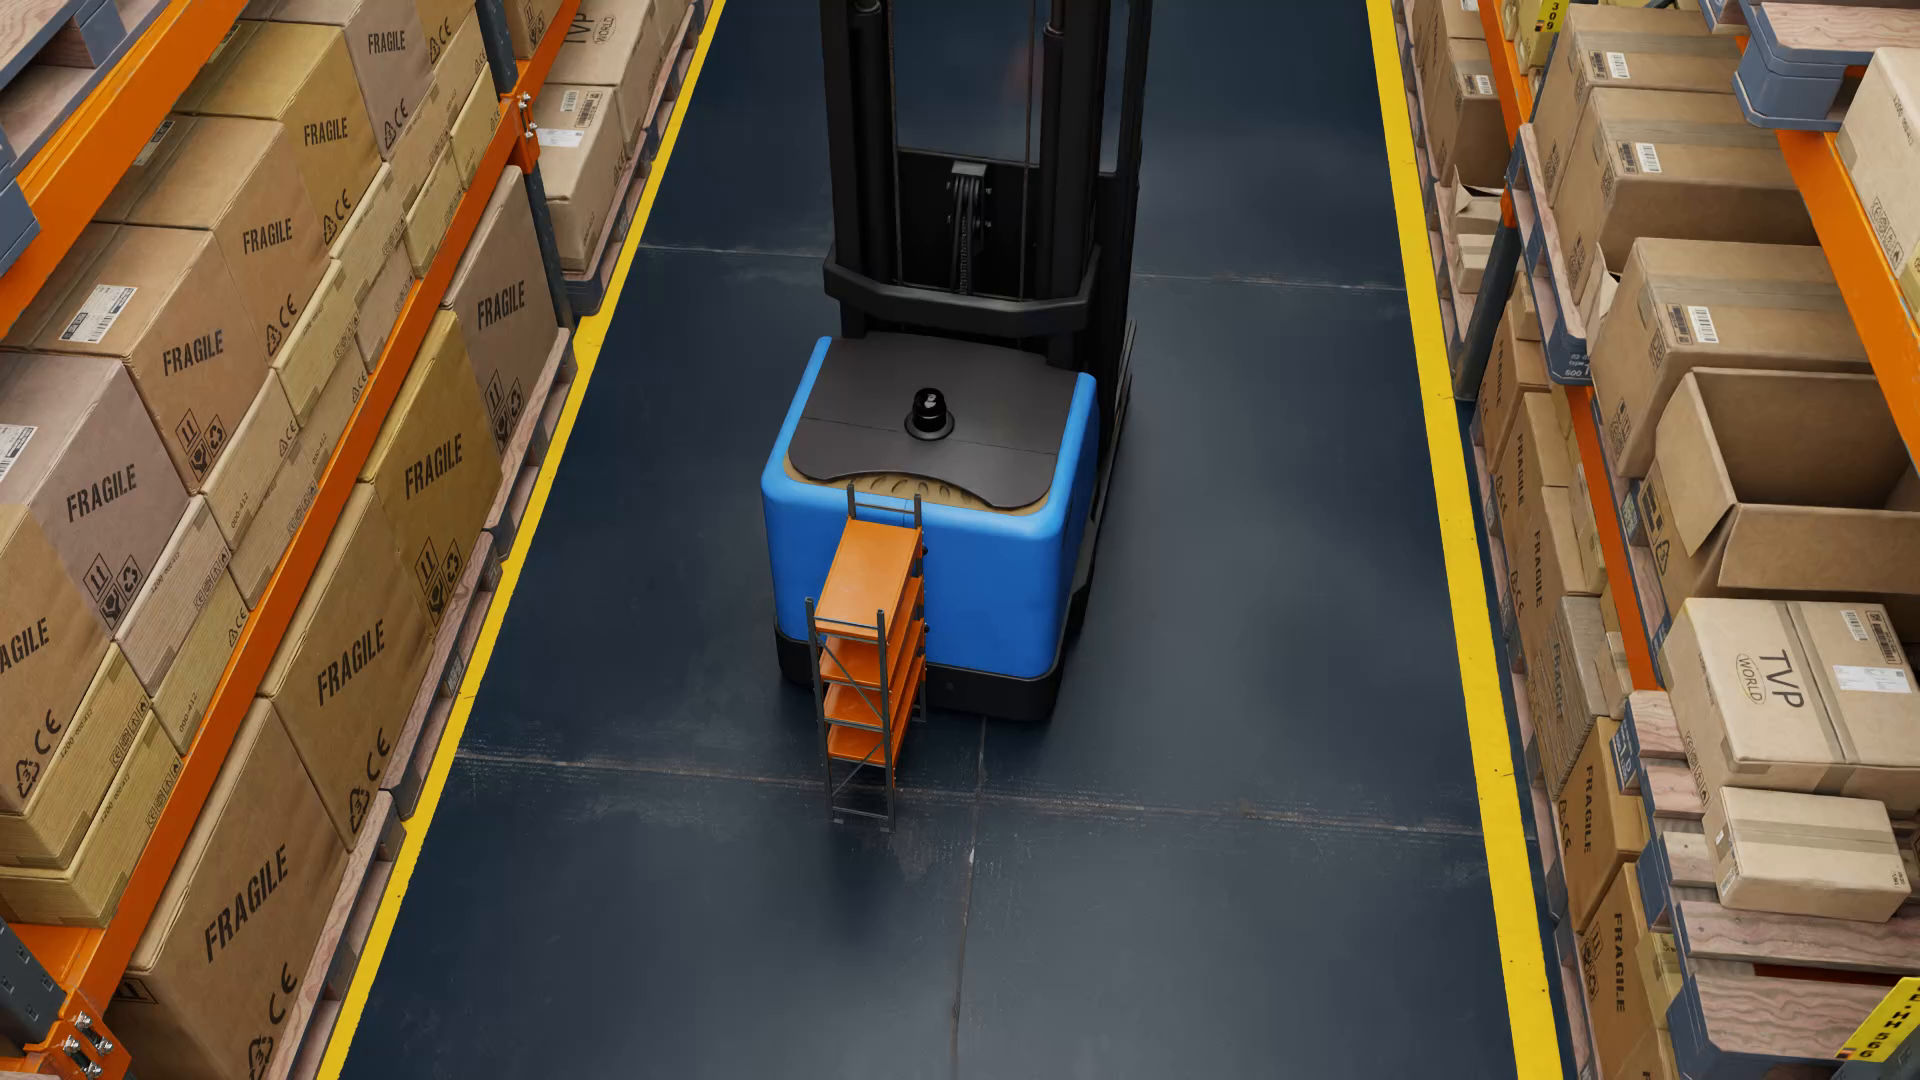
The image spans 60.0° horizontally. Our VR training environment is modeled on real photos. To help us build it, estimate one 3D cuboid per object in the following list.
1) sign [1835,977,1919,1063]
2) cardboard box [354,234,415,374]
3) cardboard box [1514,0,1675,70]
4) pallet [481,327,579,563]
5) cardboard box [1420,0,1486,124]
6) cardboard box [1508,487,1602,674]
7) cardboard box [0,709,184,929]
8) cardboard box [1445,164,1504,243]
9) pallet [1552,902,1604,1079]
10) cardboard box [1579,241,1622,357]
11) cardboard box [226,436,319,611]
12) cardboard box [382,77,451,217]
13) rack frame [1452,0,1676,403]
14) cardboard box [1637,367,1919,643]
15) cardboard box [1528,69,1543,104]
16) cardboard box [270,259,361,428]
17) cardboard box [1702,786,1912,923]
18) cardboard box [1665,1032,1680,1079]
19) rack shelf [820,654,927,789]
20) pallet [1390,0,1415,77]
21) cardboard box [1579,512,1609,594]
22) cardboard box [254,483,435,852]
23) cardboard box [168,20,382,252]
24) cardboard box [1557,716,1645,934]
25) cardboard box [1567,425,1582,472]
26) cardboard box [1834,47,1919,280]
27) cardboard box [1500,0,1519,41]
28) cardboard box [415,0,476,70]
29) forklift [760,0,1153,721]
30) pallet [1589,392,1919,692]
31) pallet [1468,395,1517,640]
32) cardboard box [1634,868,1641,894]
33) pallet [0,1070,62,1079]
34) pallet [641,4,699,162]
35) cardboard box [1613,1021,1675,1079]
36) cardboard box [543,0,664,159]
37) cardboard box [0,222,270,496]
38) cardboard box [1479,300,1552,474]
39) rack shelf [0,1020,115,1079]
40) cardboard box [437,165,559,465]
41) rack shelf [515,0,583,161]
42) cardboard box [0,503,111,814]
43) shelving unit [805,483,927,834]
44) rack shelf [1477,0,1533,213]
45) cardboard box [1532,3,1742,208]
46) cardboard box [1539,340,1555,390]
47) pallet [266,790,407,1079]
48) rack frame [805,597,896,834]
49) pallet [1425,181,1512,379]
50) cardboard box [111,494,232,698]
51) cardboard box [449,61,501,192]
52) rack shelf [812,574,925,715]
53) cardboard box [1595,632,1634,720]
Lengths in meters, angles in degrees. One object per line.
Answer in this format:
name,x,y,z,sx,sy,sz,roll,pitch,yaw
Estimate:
sign,1.771,0.912,3.152,0.100,0.325,0.005,4,48,4
cardboard box,-2.168,-0.823,5.572,0.500,0.250,0.500,3,48,2
cardboard box,2.481,-2.074,6.514,0.500,0.250,0.500,5,48,5
pallet,-2.261,-0.451,7.020,1.003,0.211,1.213,4,48,4
cardboard box,2.627,-2.420,8.340,0.500,0.500,0.500,5,48,4
cardboard box,2.321,0.167,5.974,0.500,0.500,0.500,3,48,2
cardboard box,-2.335,0.683,4.194,0.500,0.250,0.500,3,48,3
cardboard box,2.468,-1.544,7.697,0.396,0.266,0.258,5,48,5
pallet,2.418,1.701,5.051,1.003,0.211,1.213,4,48,4
cardboard box,2.169,-0.735,5.196,0.396,0.266,0.258,6,48,5
cardboard box,-2.253,-0.081,4.893,0.500,0.250,0.500,5,48,5
cardboard box,-2.102,-1.374,5.737,0.500,0.250,0.500,5,48,4
rack frame,2.677,-1.633,6.211,1.000,3.000,0.127,4,48,4
cardboard box,2.277,-0.082,4.438,0.797,0.503,0.637,3,48,3
cardboard box,2.455,-1.800,6.534,0.380,0.149,0.250,4,48,4
cardboard box,-2.173,-0.616,5.043,0.500,0.250,0.500,5,48,4
cardboard box,1.991,0.741,3.925,0.380,0.149,0.250,5,48,4
cardboard box,2.106,1.409,4.398,0.380,0.149,0.250,2,48,2
rack shelf,-0.293,0.602,5.746,0.258,0.148,0.480,9,48,8
pallet,2.963,-2.990,9.342,1.003,0.211,1.213,4,48,4
cardboard box,2.323,0.059,5.633,0.380,0.149,0.250,5,48,5
cardboard box,-2.399,0.393,5.513,0.875,0.875,0.875,4,48,4
cardboard box,-2.162,-1.238,5.105,0.500,0.500,0.500,5,48,5
cardboard box,2.238,0.931,5.275,0.500,0.500,0.500,6,48,5
cardboard box,2.408,-0.304,5.965,0.380,0.149,0.250,3,48,3
cardboard box,2.208,-0.786,3.505,0.500,0.250,0.500,4,48,4
cardboard box,2.457,-2.185,6.886,0.380,0.149,0.250,5,48,5
cardboard box,-2.057,-1.990,5.792,0.500,0.500,0.500,5,48,5
forklift,0.131,-1.440,6.081,1.130,2.935,3.031,9,48,8
pallet,2.485,-0.059,4.901,1.003,0.211,1.213,4,48,4
pallet,2.641,-0.092,6.691,1.003,0.211,1.213,4,48,4
cardboard box,2.167,1.016,4.758,0.380,0.149,0.250,2,48,2
pallet,-2.589,1.571,3.411,1.213,0.211,1.003,4,48,4
pallet,-2.010,-2.476,8.871,1.003,0.211,1.213,4,48,4
cardboard box,2.137,1.683,4.588,0.500,0.500,0.500,5,48,5
cardboard box,-2.021,-2.353,8.321,0.875,0.438,0.875,3,48,2
cardboard box,-2.244,-0.486,4.417,0.500,0.500,0.500,5,48,5
cardboard box,2.409,-0.591,6.667,0.500,0.500,0.500,6,48,5
rack shelf,-2.813,2.687,2.747,1.077,0.370,4.000,4,48,4
cardboard box,-2.243,-0.928,6.721,0.875,0.875,0.875,5,48,5
rack shelf,-2.084,-3.191,8.123,1.077,0.370,4.000,4,48,4
cardboard box,-2.342,0.258,3.736,0.500,0.500,0.500,2,48,2
shelving unit,-0.293,0.423,5.550,0.258,1.200,0.503,9,48,8
rack shelf,2.860,-2.860,7.821,1.077,0.370,4.000,4,48,4
cardboard box,2.410,-1.468,5.708,0.700,0.500,0.500,5,48,5
cardboard box,2.431,-0.696,6.323,0.380,0.149,0.250,3,48,2
pallet,-2.484,1.342,5.380,1.003,0.211,1.213,4,48,4
rack frame,-0.344,0.599,5.389,0.240,1.200,0.015,9,48,8
pallet,2.741,-1.197,7.702,1.003,0.211,1.213,4,48,4
cardboard box,-2.290,0.121,4.369,0.500,0.250,0.500,5,48,4
cardboard box,-2.056,-1.567,6.252,0.500,0.250,0.500,3,48,3
rack shelf,-0.293,0.317,5.435,0.258,0.148,0.480,9,48,8
cardboard box,2.254,0.437,5.288,0.380,0.149,0.250,2,48,2
